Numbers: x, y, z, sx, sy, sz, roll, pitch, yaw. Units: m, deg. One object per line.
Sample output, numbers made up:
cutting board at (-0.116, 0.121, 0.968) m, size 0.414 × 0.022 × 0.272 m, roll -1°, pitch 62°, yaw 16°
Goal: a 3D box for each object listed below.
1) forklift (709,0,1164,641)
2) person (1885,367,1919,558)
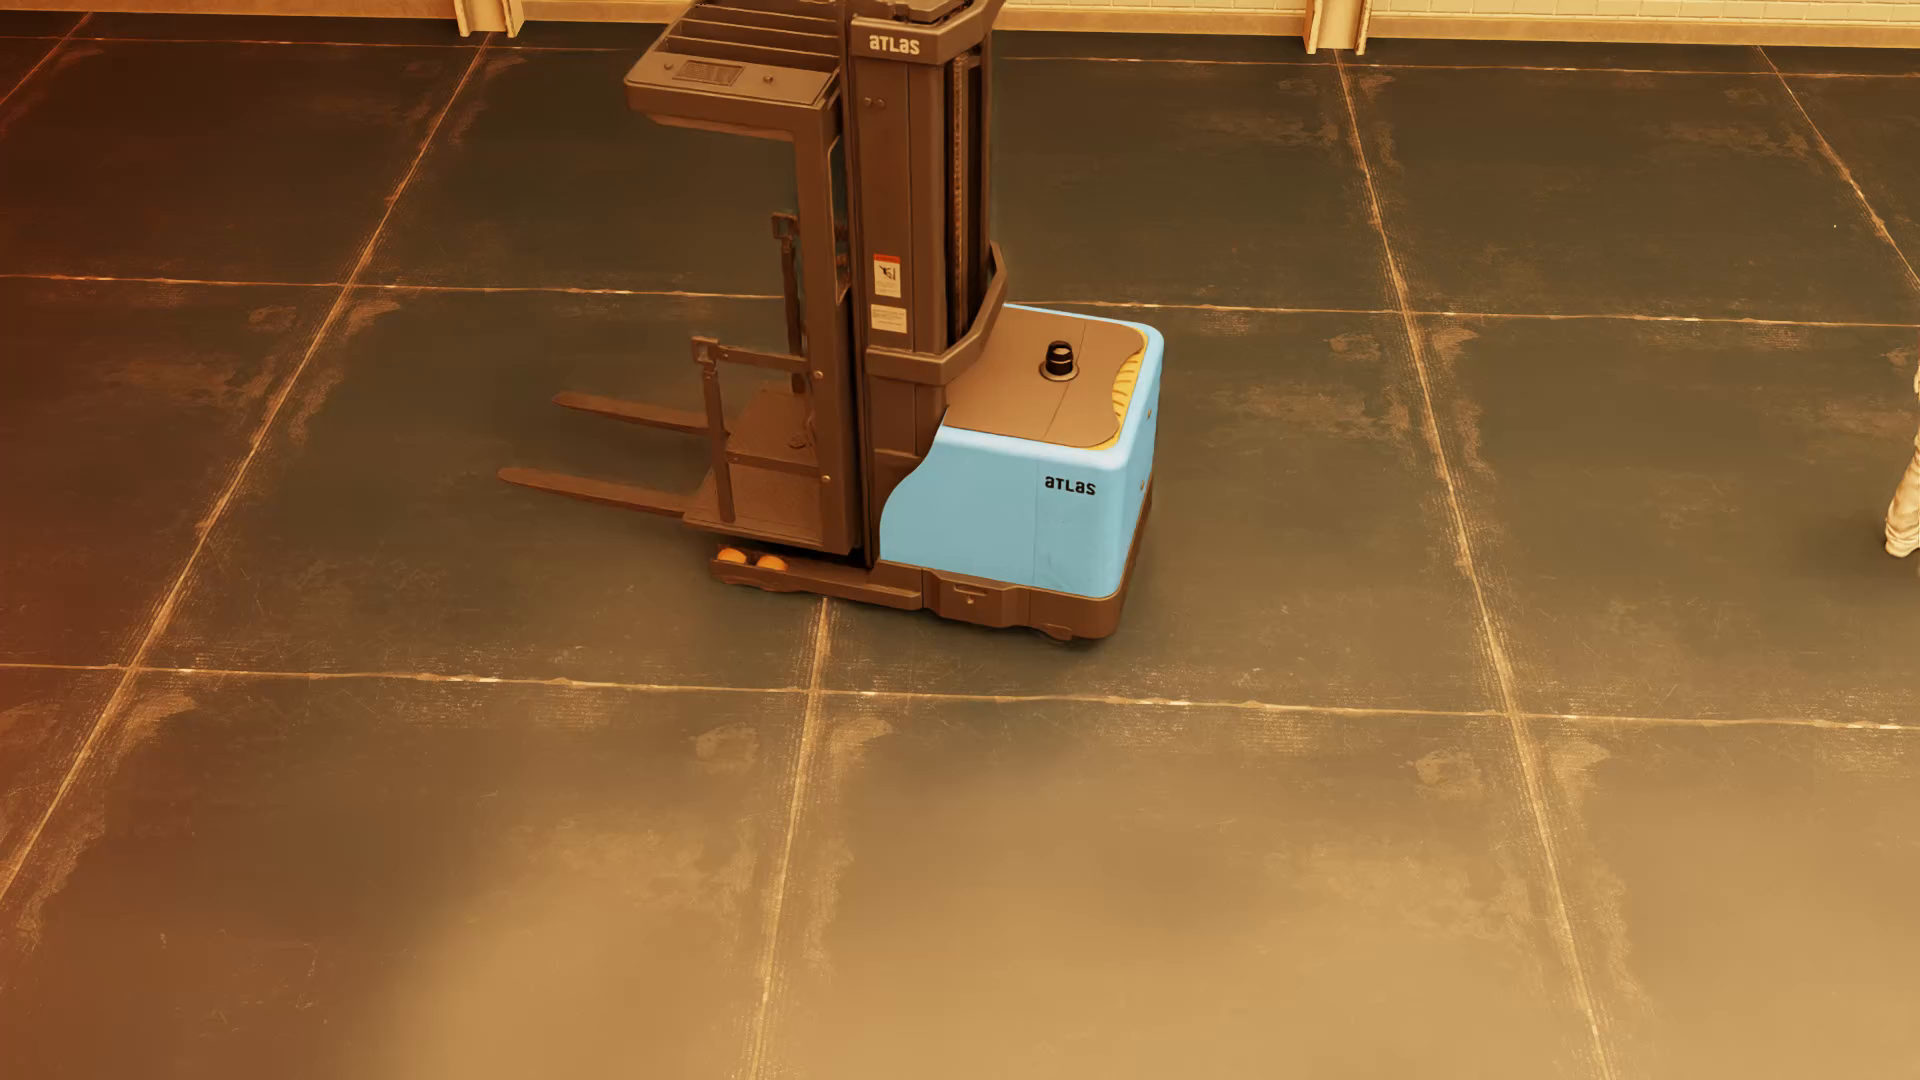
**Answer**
forklift at (-0.660, -1.179, 7.034) m, size 3.031 × 2.935 × 1.130 m, roll 10°, pitch 43°, yaw 11°
person at (4.499, -0.604, 7.273) m, size 0.577 × 1.745 × 0.656 m, roll -17°, pitch 45°, yaw -17°
